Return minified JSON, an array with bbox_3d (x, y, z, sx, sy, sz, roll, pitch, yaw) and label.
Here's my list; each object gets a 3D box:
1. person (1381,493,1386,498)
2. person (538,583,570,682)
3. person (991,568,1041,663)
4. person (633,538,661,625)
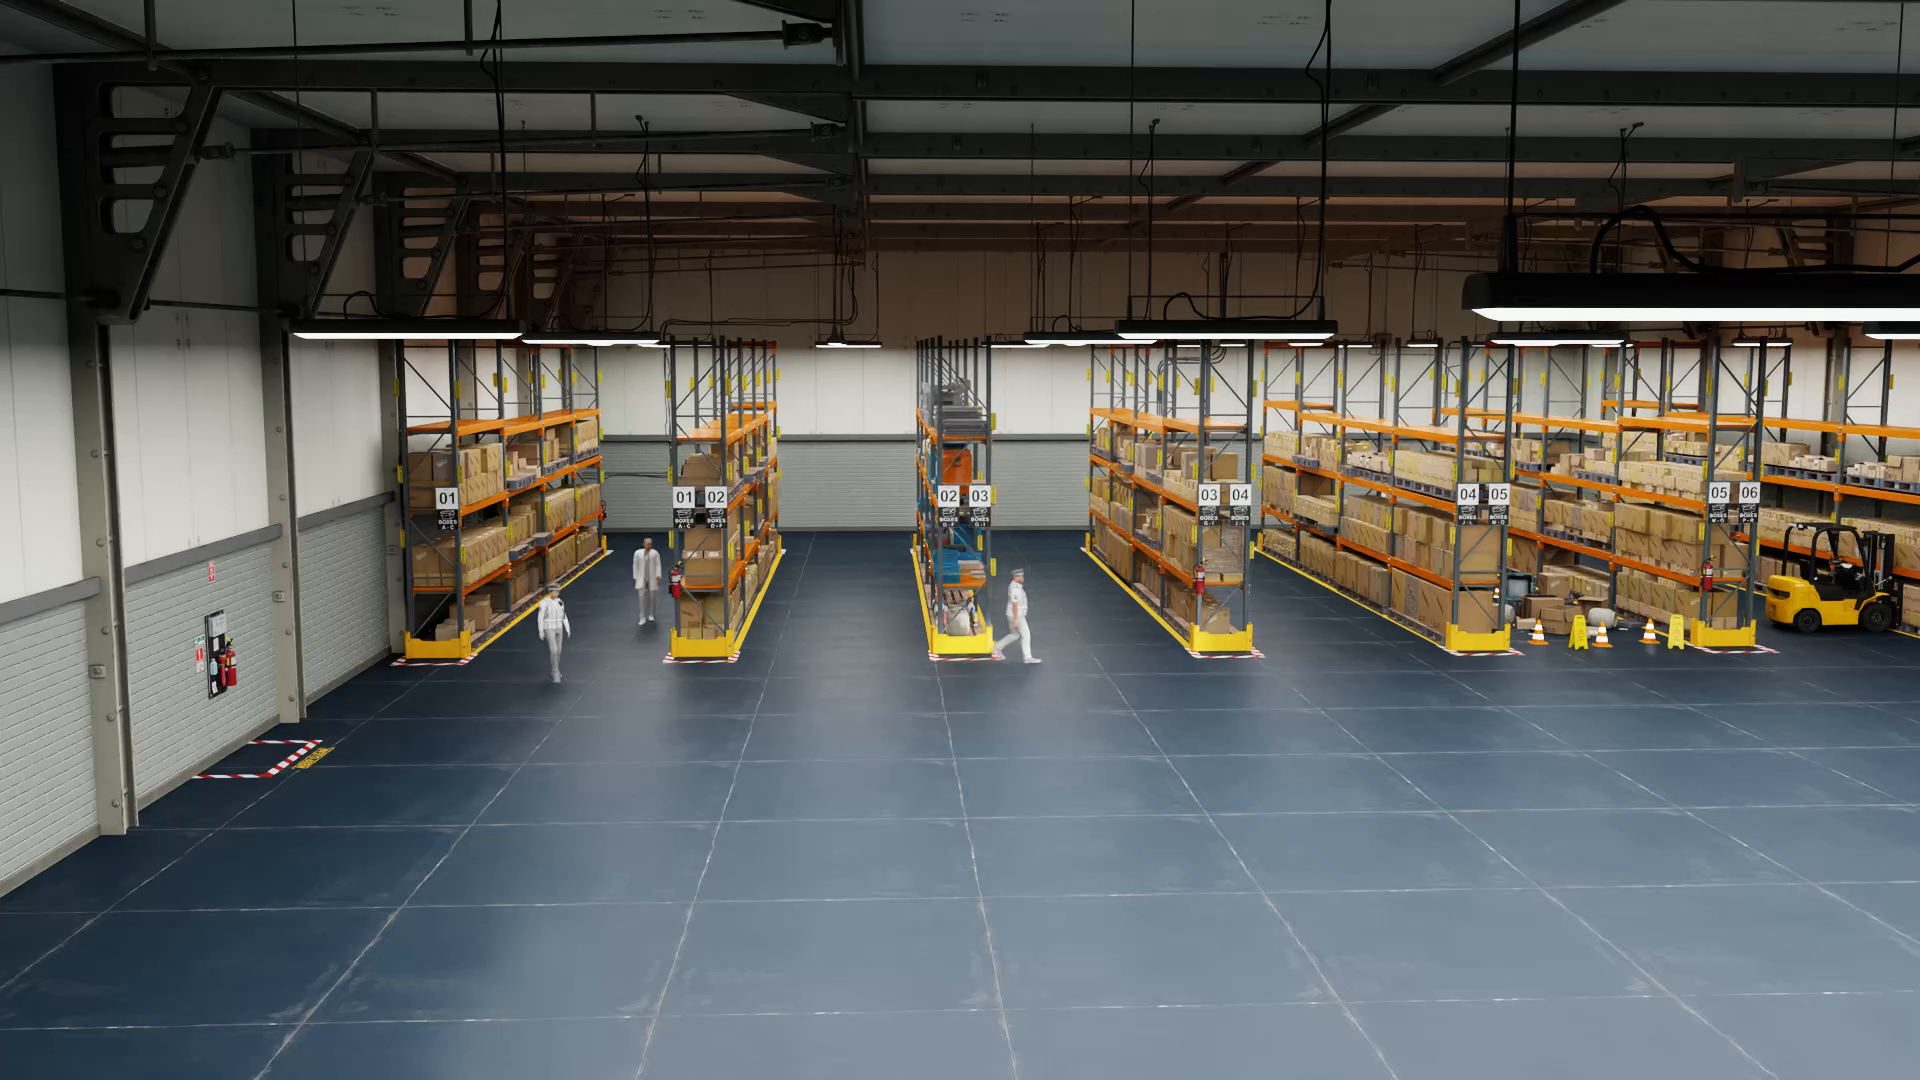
[{"bbox_3d":[11.839,-0.461,46.562,0.559,1.745,0.884,2,7,15],"label":"person"},{"bbox_3d":[-7.054,1.624,29.061,0.570,1.717,0.510,6,9,40],"label":"person"},{"bbox_3d":[1.028,1.382,30.560,0.890,1.729,0.560,-1,7,-5],"label":"person"},{"bbox_3d":[-6.601,0.875,35.156,0.593,1.808,0.731,-2,7,-15],"label":"person"}]
